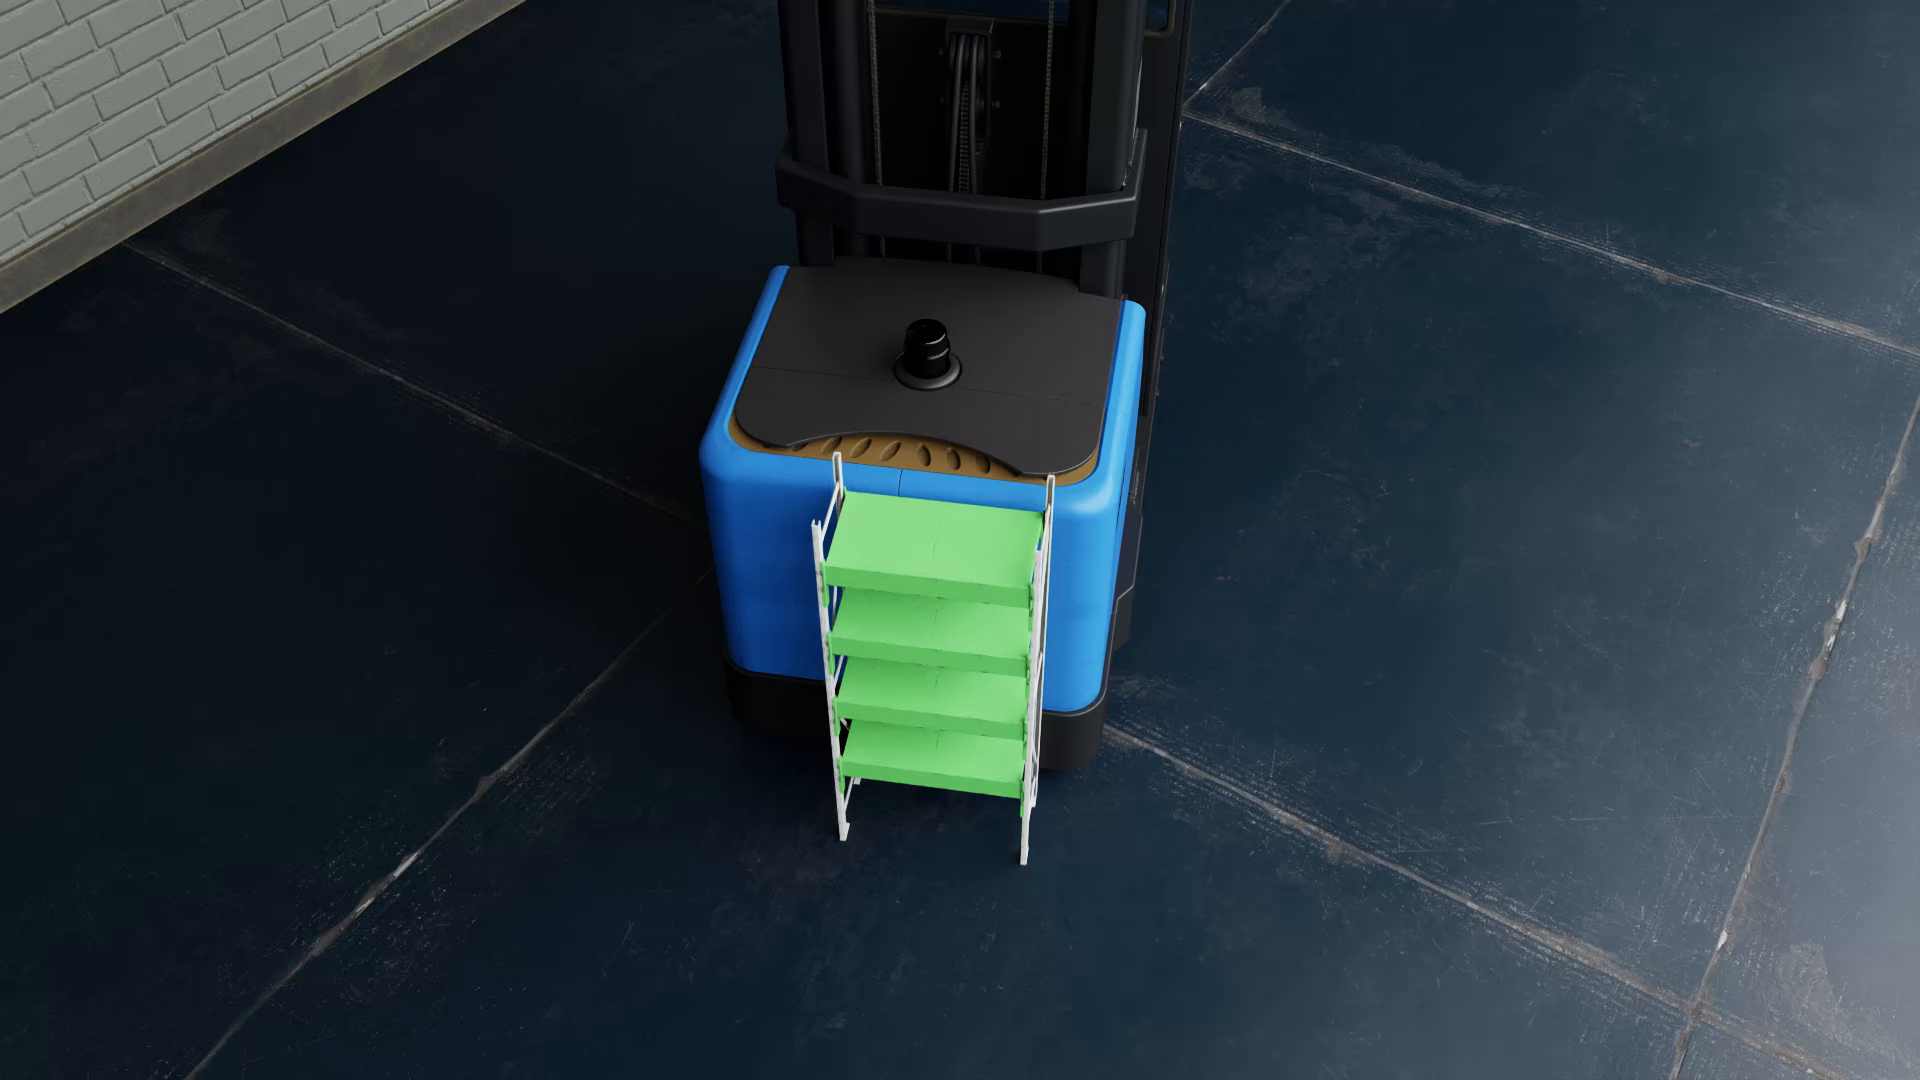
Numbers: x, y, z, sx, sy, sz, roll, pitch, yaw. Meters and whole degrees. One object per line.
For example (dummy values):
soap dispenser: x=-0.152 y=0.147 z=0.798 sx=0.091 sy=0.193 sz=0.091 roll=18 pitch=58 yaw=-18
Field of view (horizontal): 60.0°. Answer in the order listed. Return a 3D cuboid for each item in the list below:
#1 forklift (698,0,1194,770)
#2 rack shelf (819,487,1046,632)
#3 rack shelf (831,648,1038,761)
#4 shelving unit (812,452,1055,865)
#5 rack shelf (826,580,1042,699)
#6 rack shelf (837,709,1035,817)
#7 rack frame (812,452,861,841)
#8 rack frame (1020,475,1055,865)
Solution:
forklift: x=0.103 y=-1.464 z=4.629 sx=1.130 sy=2.935 sz=3.031 roll=7 pitch=46 yaw=7
rack shelf: x=-0.055 y=0.042 z=3.793 sx=0.480 sy=0.148 sz=0.258 roll=6 pitch=46 yaw=6
rack shelf: x=-0.055 y=0.376 z=4.137 sx=0.480 sy=0.148 sz=0.258 roll=6 pitch=46 yaw=6
shelving unit: x=-0.055 y=0.332 z=4.091 sx=0.503 sy=1.200 sz=0.258 roll=6 pitch=46 yaw=6
rack shelf: x=-0.055 y=0.209 z=3.965 sx=0.480 sy=0.148 sz=0.258 roll=6 pitch=46 yaw=6
rack shelf: x=-0.055 y=0.543 z=4.309 sx=0.480 sy=0.148 sz=0.258 roll=6 pitch=46 yaw=6
rack frame: x=-0.296 y=0.304 z=4.118 sx=0.015 sy=1.200 sz=0.240 roll=6 pitch=46 yaw=6
rack frame: x=0.186 y=0.359 z=4.065 sx=0.015 sy=1.200 sz=0.240 roll=6 pitch=46 yaw=6
